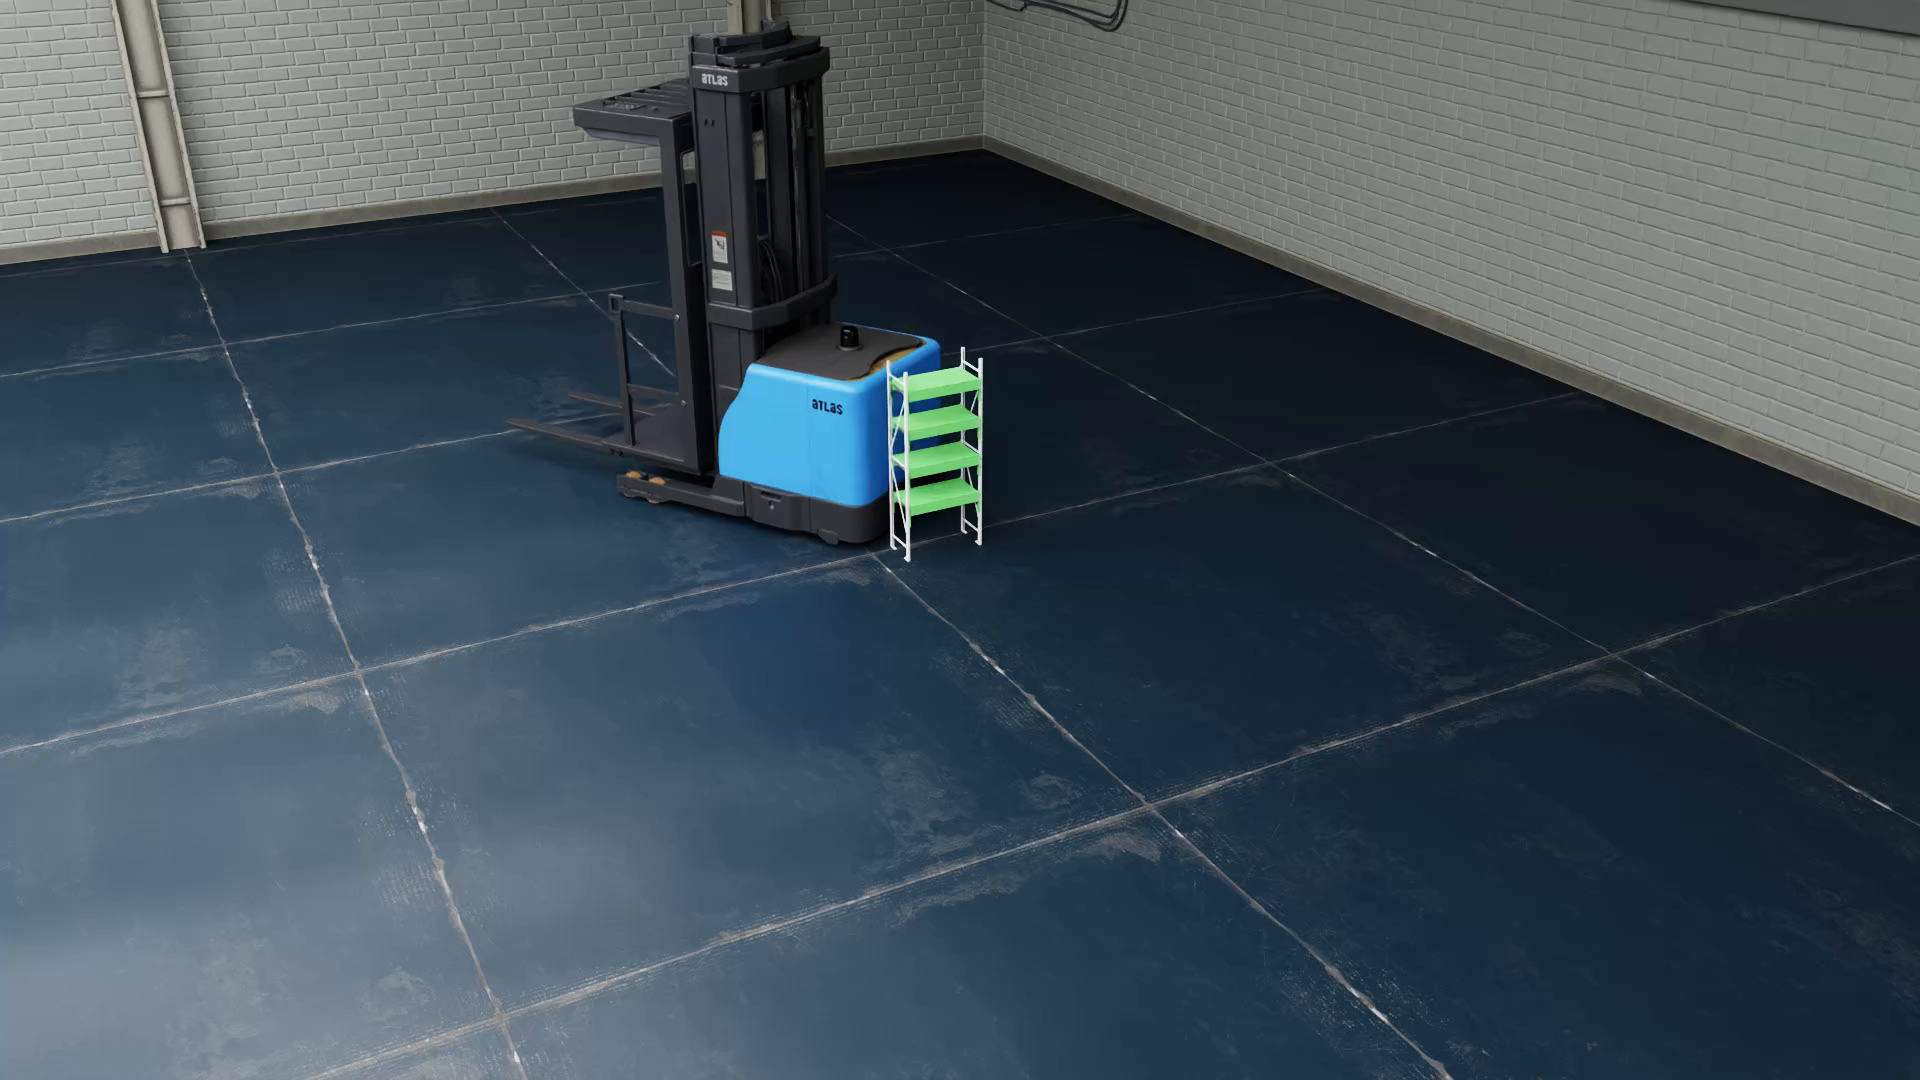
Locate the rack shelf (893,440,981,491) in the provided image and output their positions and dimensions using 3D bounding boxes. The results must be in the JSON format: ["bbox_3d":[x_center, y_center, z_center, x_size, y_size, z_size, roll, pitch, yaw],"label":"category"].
[{"bbox_3d":[-0.146,-0.450,9.948,0.480,0.148,0.258,-13,29,-25],"label":"rack shelf"}]

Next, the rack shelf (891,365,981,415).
[{"bbox_3d":[-0.146,-0.882,9.740,0.480,0.148,0.258,-13,29,-25],"label":"rack shelf"}]

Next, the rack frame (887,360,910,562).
[{"bbox_3d":[-0.361,-0.457,9.817,0.015,1.200,0.240,-13,29,-25],"label":"rack frame"}]

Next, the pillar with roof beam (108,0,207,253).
[{"bbox_3d":[-5.547,-5.276,10.842,0.400,9.000,9.100,-13,29,-25],"label":"pillar with roof beam"}]

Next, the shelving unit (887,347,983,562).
[{"bbox_3d":[-0.146,-0.507,9.920,0.503,1.200,0.258,-13,29,-25],"label":"shelving unit"}]

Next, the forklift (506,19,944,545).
[{"bbox_3d":[-1.643,-1.739,10.485,3.031,2.935,1.130,14,29,26],"label":"forklift"}]

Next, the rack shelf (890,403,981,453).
[{"bbox_3d":[-0.146,-0.666,9.844,0.480,0.148,0.258,-13,29,-25],"label":"rack shelf"}]

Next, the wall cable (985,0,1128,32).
[{"bbox_3d":[0.943,-6.837,17.681,0.112,2.526,3.097,-13,29,-25],"label":"wall cable"}]

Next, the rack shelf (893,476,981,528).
[{"bbox_3d":[-0.146,-0.233,10.052,0.480,0.148,0.258,-13,29,-25],"label":"rack shelf"}]

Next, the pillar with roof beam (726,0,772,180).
[{"bbox_3d":[-0.253,-6.498,13.387,0.400,9.000,9.100,-13,29,-25],"label":"pillar with roof beam"}]

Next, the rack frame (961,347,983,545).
[{"bbox_3d":[0.069,-0.557,10.024,0.015,1.200,0.240,-13,29,-25],"label":"rack frame"}]
